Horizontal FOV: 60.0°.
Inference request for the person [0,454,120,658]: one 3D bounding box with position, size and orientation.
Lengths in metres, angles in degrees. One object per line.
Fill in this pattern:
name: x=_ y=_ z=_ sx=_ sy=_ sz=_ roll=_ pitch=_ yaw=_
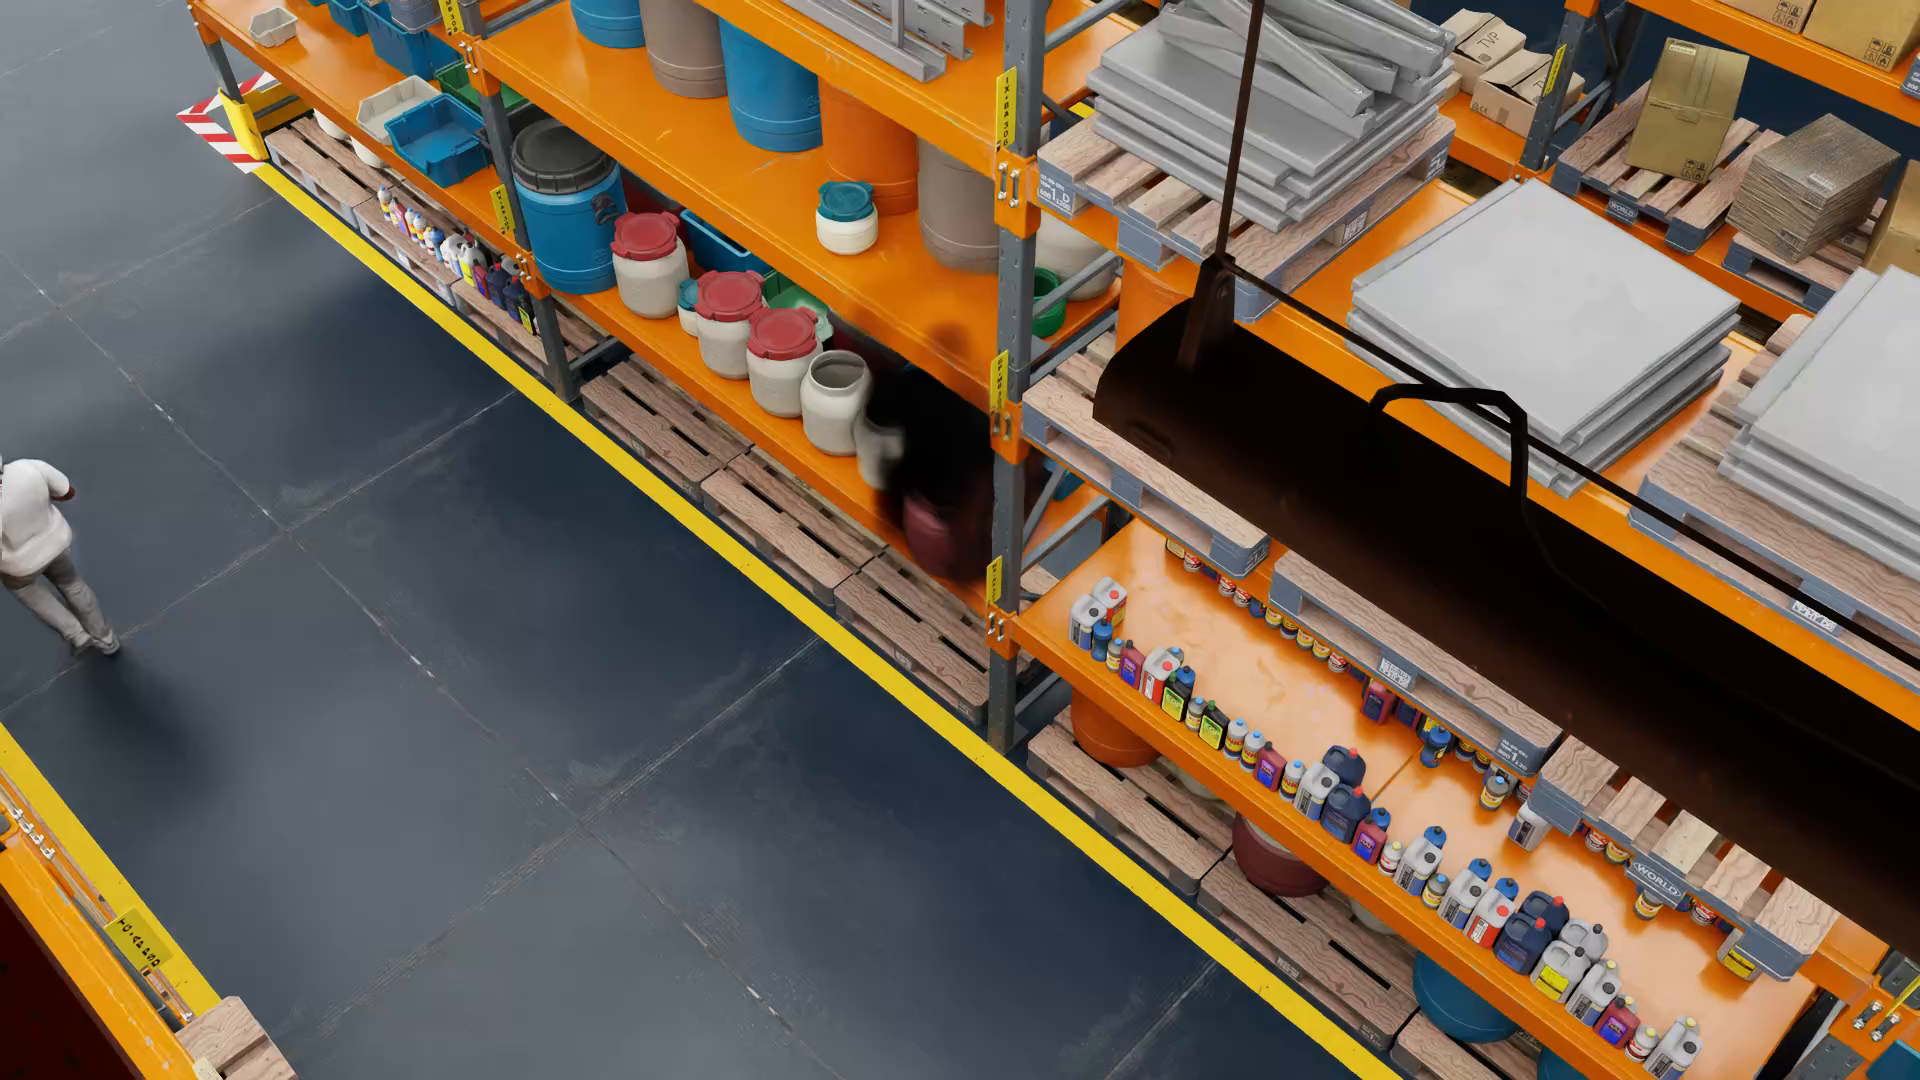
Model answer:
person: x=-5.196 y=0.016 z=9.236 sx=0.593 sy=1.720 sz=0.686 roll=30 pitch=56 yaw=22
